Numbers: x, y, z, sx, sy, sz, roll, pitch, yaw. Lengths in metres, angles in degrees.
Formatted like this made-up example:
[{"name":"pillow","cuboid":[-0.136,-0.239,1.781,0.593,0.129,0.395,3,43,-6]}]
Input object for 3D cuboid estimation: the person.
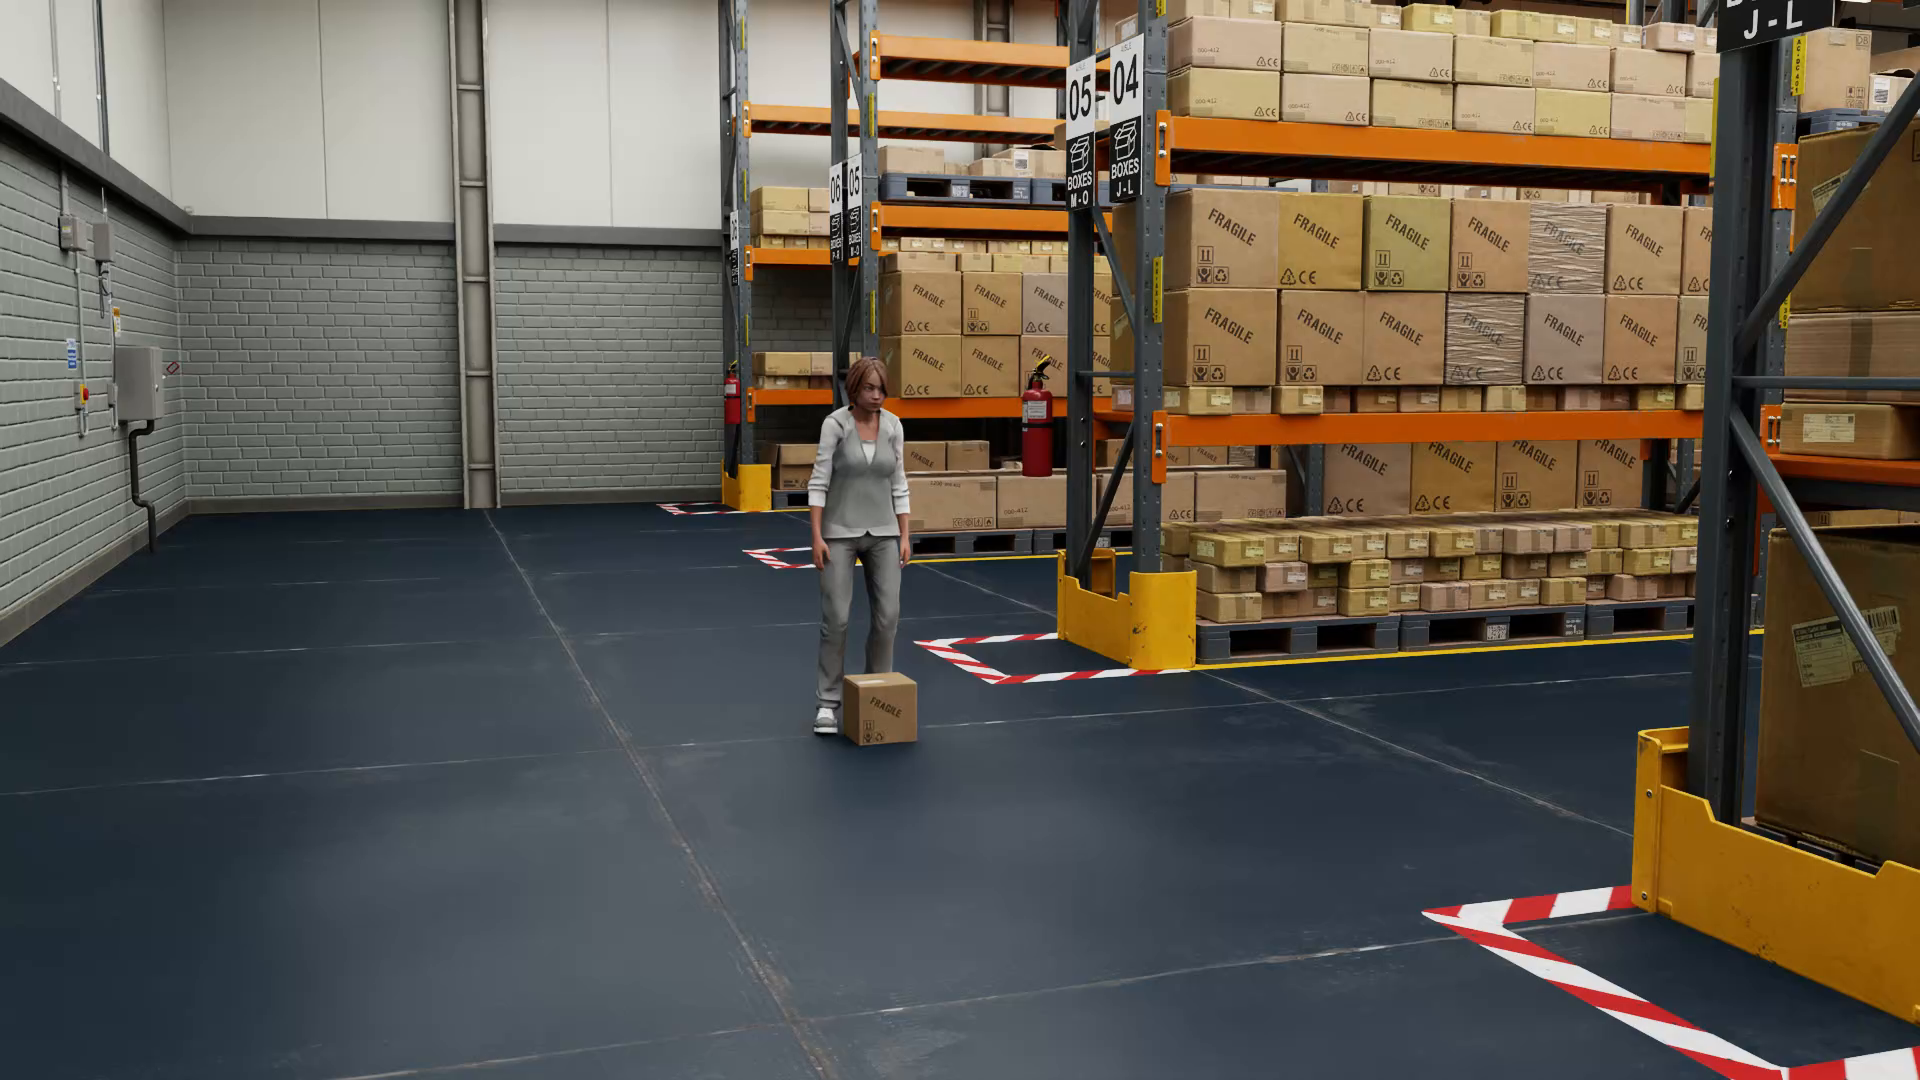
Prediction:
[{"name":"person","cuboid":[-0.427,0.016,7.127,0.469,1.590,0.348,-2,6,-21]}]
